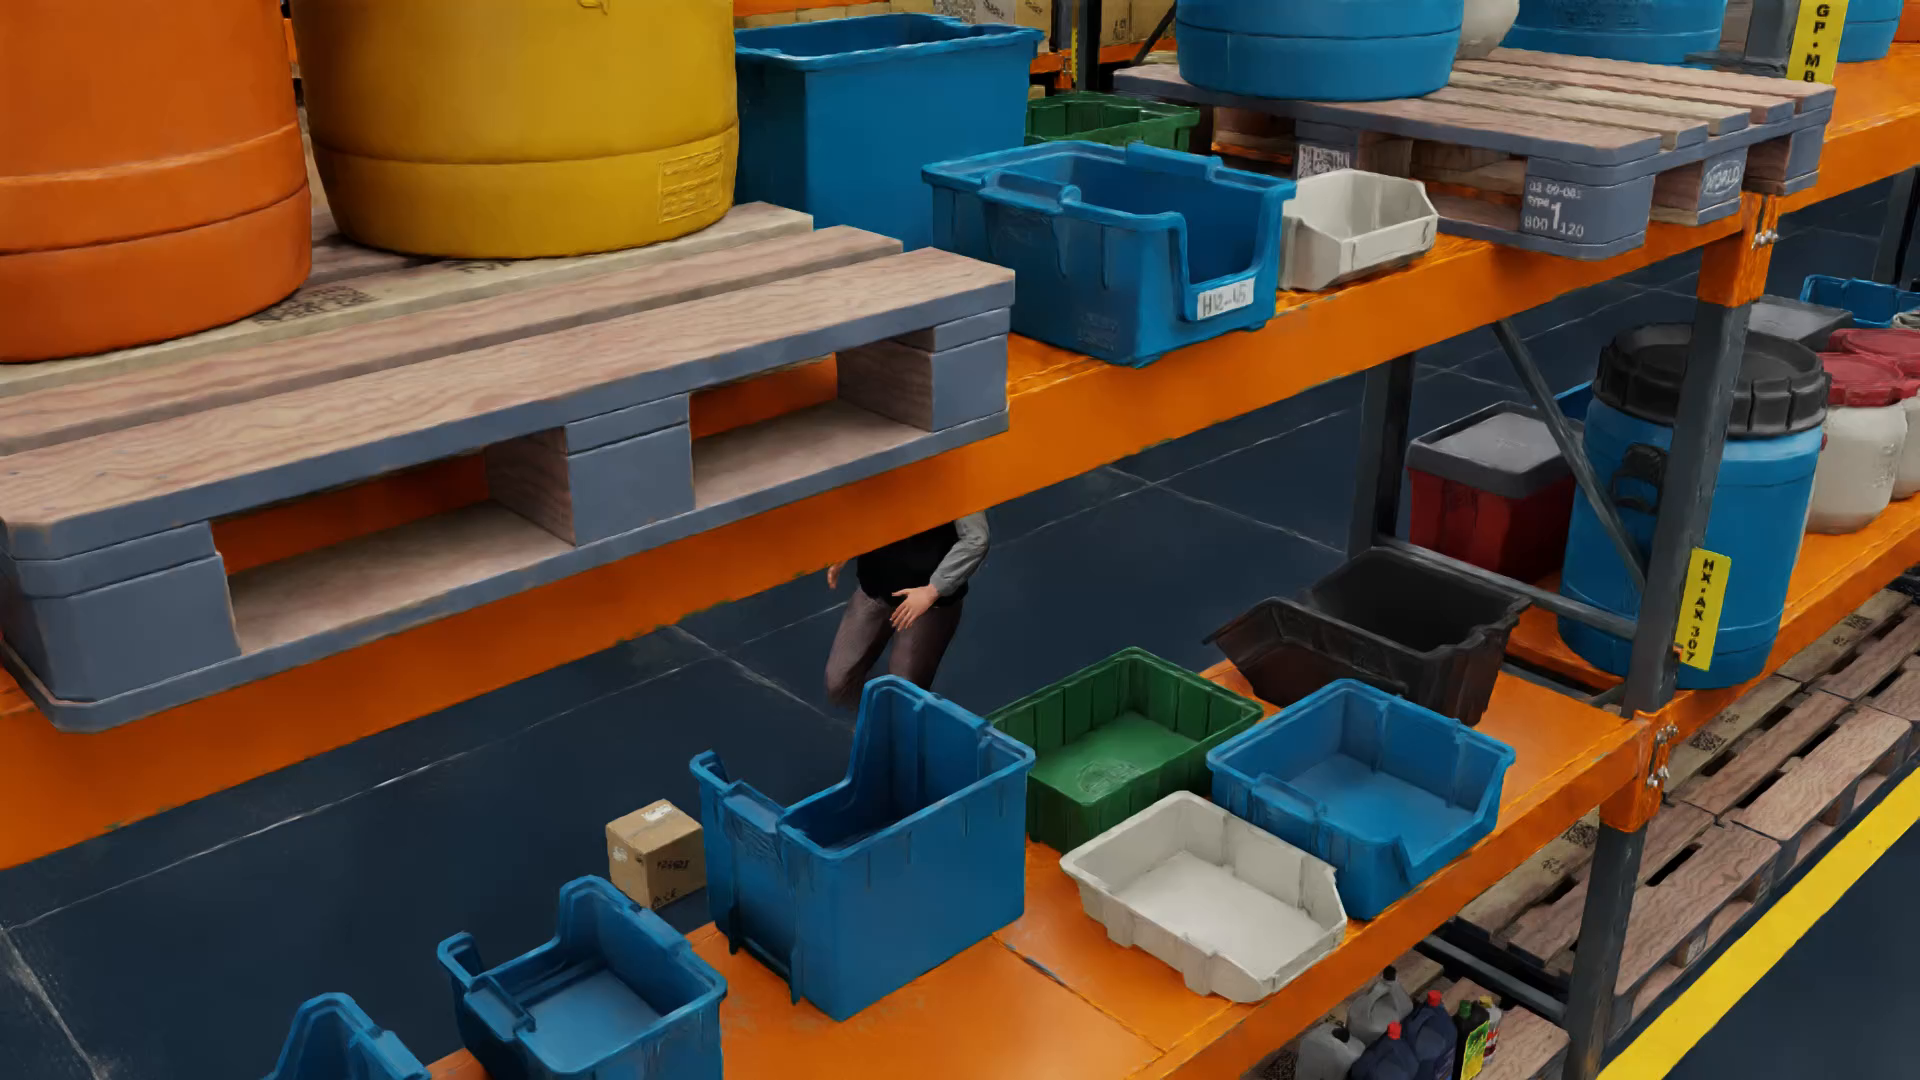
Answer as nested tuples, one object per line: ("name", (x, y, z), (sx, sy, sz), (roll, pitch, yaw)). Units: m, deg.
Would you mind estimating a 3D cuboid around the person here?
("person", (-0.213, 0.225, 6.178), (0.701, 1.691, 0.509), (19, 31, 37))
